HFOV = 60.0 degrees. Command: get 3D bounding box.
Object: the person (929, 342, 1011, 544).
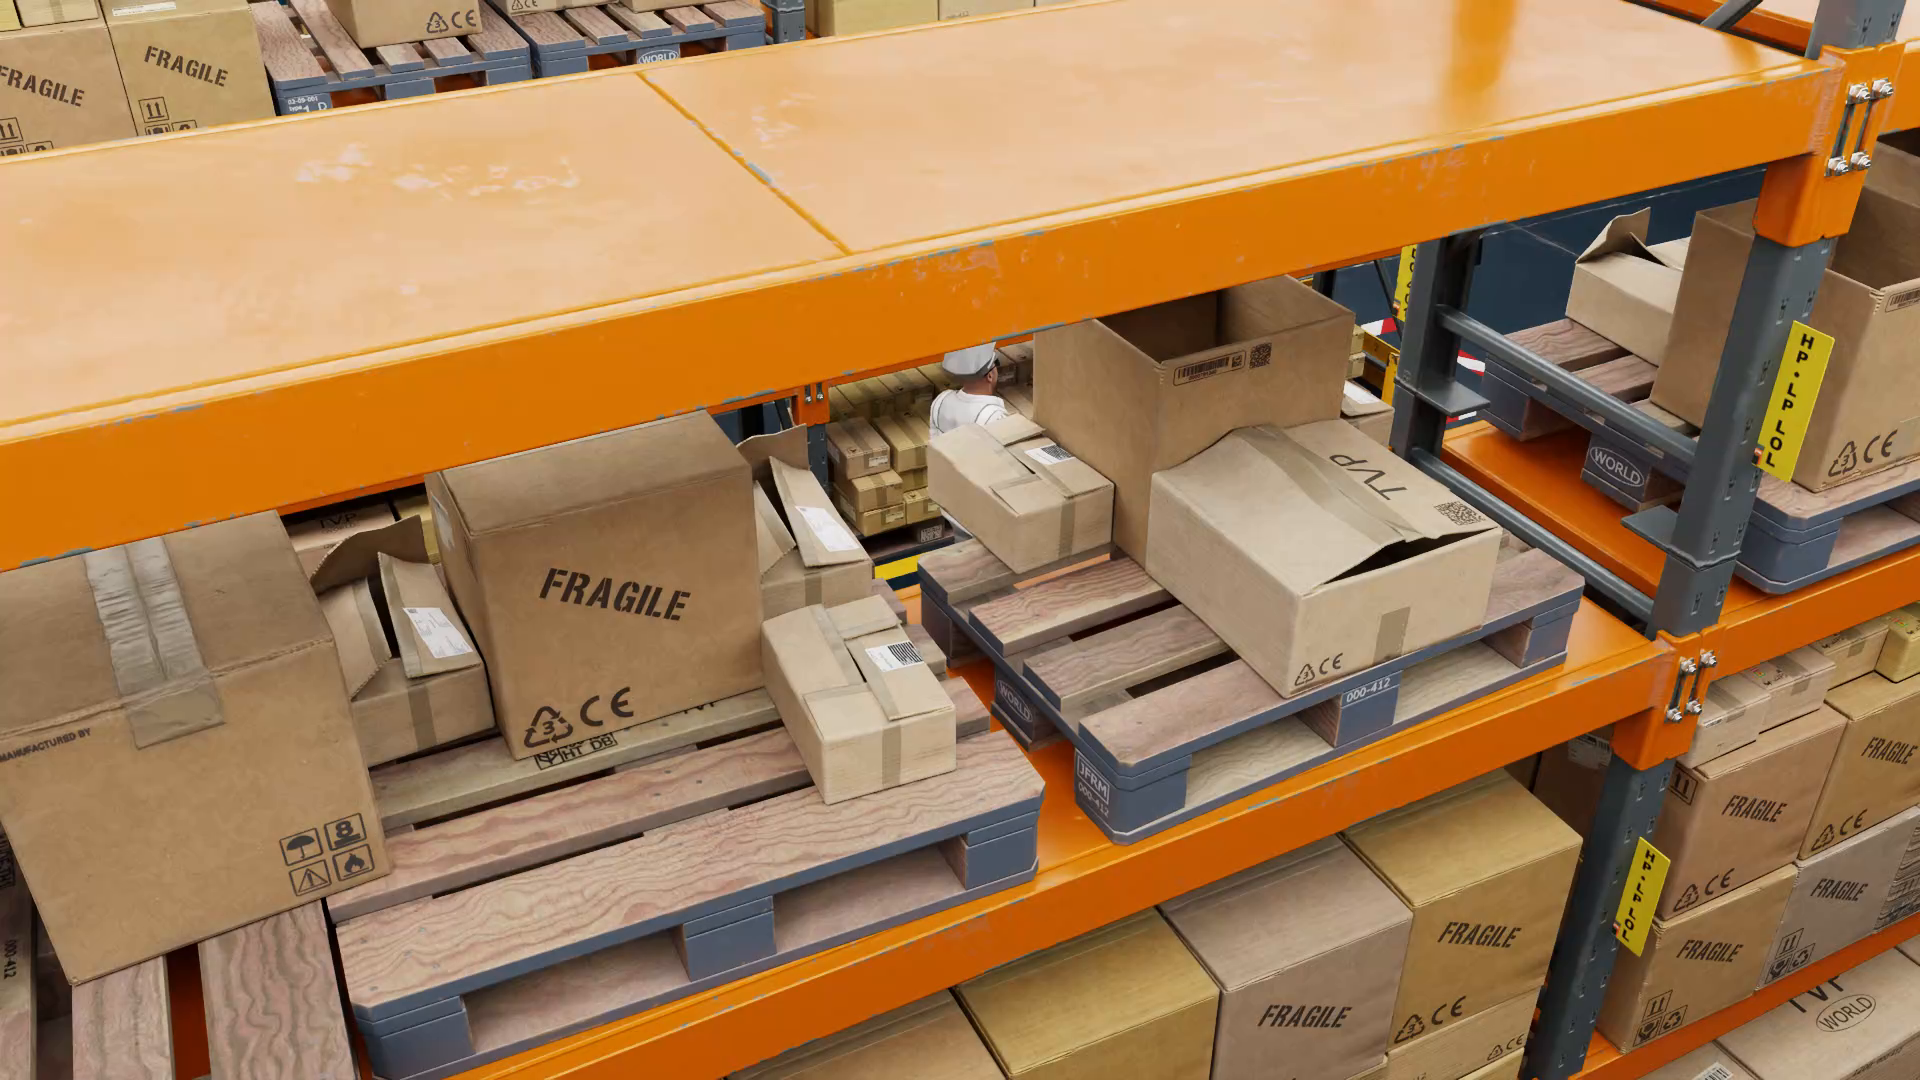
[{"bbox_3d":[0.199,-0.173,7.833,0.575,1.781,0.640,-25,41,-34],"label":"person"}]
